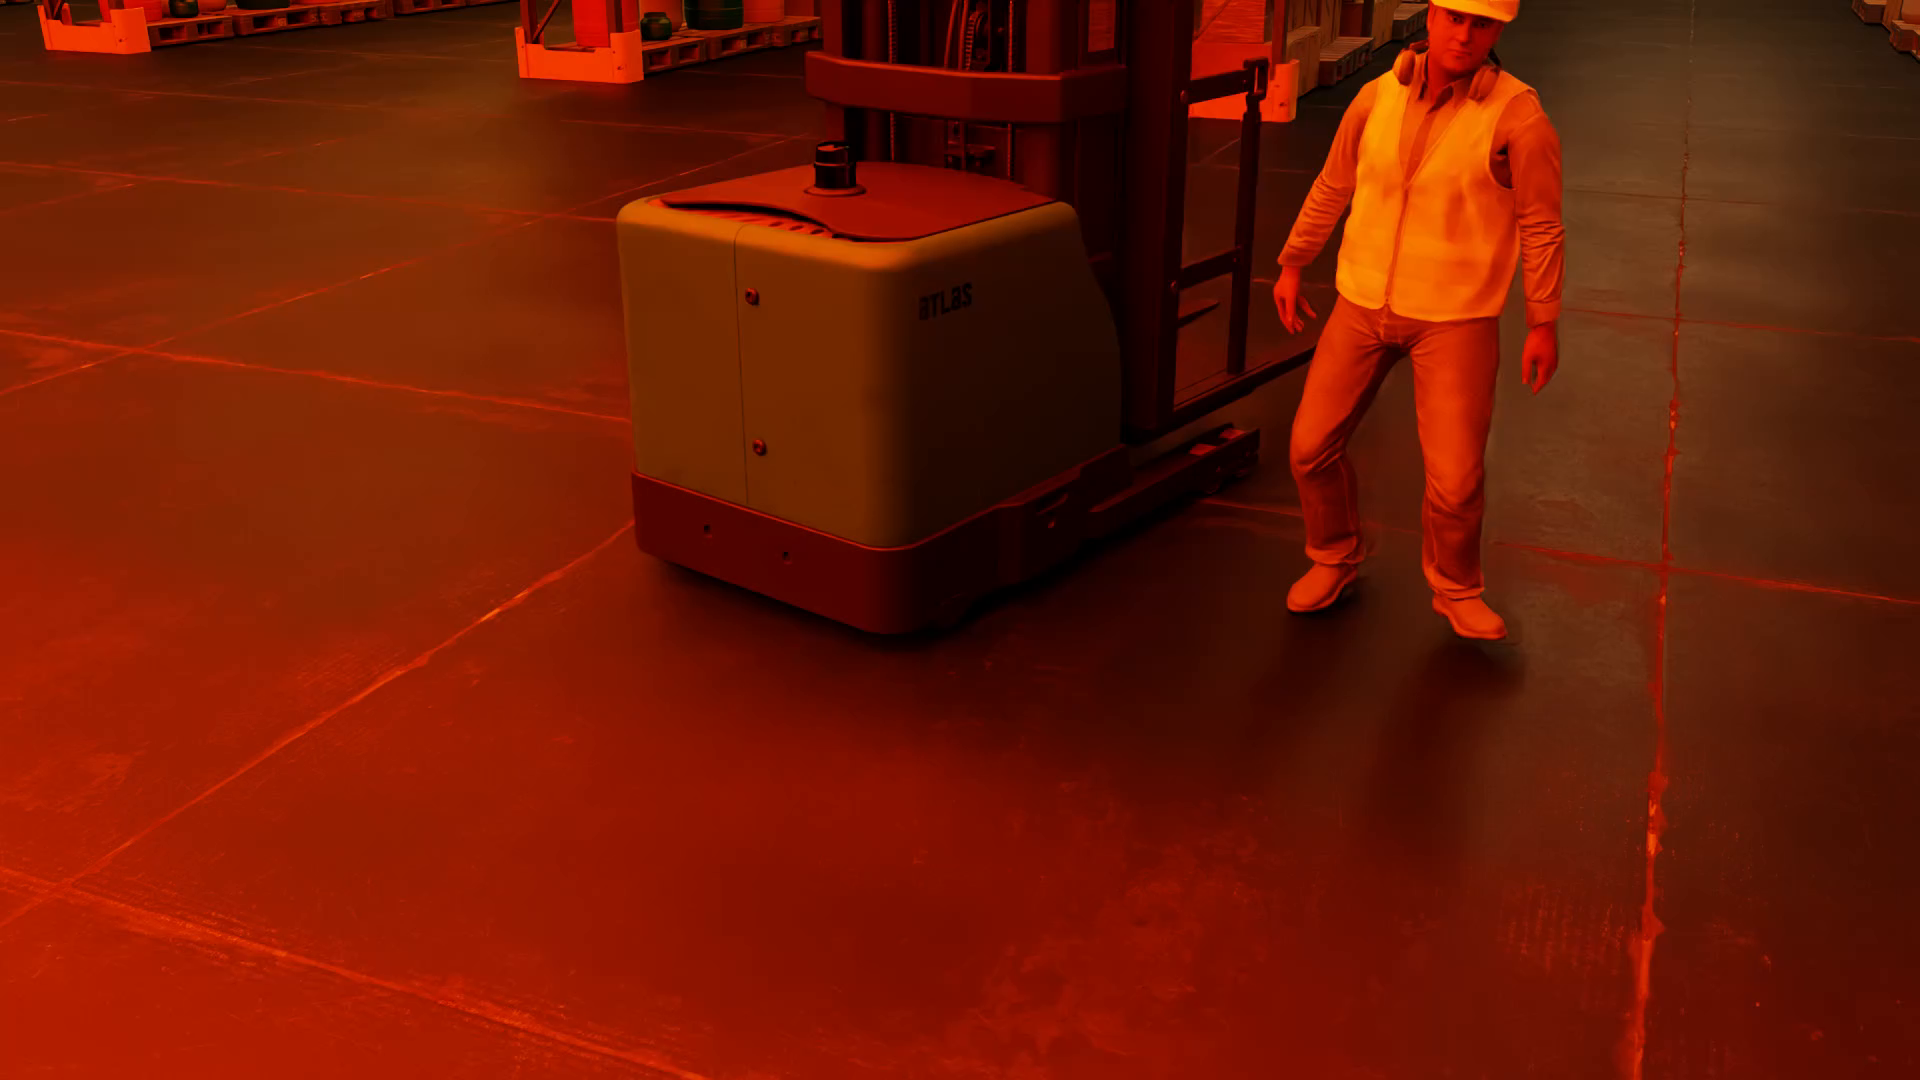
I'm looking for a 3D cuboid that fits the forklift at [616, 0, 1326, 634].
[{"bbox_3d":[0.355,-1.607,5.138,1.130,2.935,3.031,17,28,35],"label":"forklift"}]

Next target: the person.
[{"bbox_3d":[1.139,-0.608,4.239,0.764,1.732,0.393,19,29,37],"label":"person"}]
